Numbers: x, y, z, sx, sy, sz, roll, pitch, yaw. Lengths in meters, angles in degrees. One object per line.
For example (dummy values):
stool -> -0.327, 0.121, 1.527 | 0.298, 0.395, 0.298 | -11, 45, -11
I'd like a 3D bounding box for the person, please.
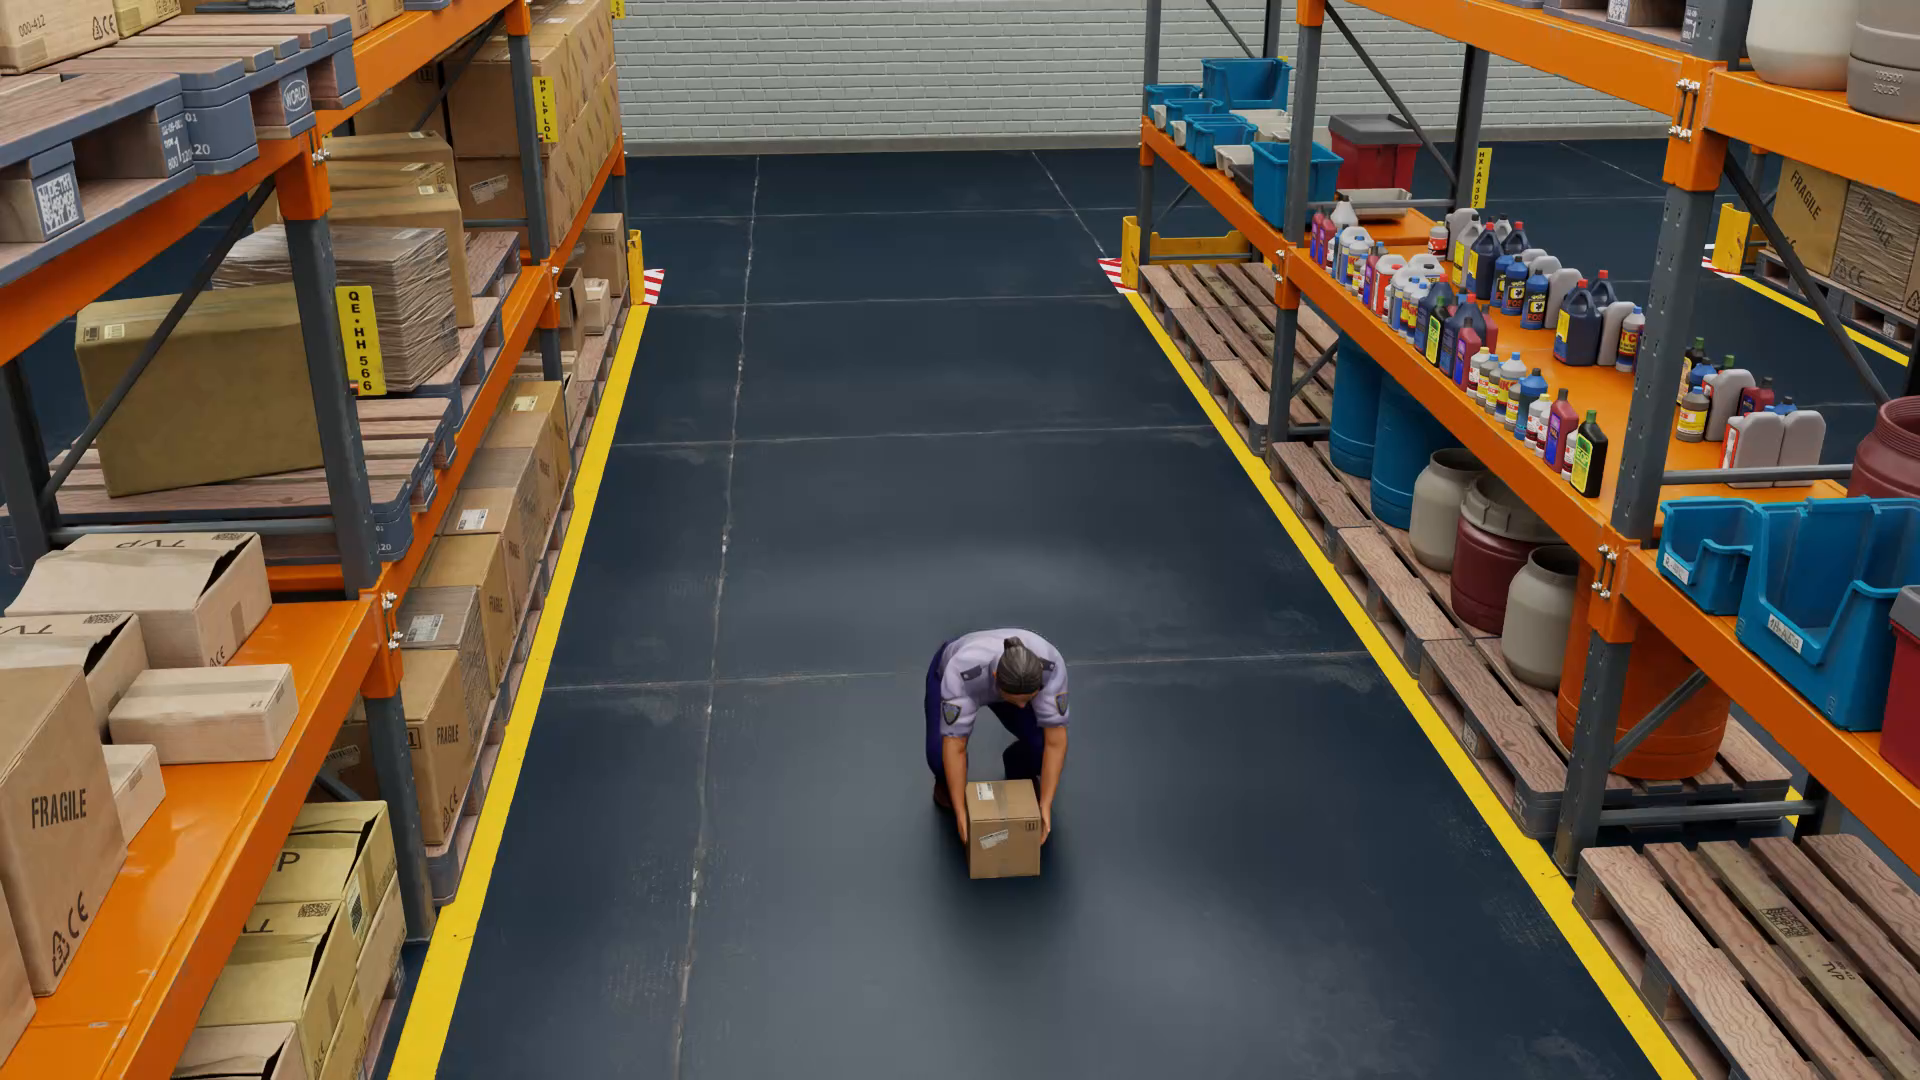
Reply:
person -> 0.123, 0.637, 6.187 | 0.522, 0.843, 0.824 | -2, 24, -5
